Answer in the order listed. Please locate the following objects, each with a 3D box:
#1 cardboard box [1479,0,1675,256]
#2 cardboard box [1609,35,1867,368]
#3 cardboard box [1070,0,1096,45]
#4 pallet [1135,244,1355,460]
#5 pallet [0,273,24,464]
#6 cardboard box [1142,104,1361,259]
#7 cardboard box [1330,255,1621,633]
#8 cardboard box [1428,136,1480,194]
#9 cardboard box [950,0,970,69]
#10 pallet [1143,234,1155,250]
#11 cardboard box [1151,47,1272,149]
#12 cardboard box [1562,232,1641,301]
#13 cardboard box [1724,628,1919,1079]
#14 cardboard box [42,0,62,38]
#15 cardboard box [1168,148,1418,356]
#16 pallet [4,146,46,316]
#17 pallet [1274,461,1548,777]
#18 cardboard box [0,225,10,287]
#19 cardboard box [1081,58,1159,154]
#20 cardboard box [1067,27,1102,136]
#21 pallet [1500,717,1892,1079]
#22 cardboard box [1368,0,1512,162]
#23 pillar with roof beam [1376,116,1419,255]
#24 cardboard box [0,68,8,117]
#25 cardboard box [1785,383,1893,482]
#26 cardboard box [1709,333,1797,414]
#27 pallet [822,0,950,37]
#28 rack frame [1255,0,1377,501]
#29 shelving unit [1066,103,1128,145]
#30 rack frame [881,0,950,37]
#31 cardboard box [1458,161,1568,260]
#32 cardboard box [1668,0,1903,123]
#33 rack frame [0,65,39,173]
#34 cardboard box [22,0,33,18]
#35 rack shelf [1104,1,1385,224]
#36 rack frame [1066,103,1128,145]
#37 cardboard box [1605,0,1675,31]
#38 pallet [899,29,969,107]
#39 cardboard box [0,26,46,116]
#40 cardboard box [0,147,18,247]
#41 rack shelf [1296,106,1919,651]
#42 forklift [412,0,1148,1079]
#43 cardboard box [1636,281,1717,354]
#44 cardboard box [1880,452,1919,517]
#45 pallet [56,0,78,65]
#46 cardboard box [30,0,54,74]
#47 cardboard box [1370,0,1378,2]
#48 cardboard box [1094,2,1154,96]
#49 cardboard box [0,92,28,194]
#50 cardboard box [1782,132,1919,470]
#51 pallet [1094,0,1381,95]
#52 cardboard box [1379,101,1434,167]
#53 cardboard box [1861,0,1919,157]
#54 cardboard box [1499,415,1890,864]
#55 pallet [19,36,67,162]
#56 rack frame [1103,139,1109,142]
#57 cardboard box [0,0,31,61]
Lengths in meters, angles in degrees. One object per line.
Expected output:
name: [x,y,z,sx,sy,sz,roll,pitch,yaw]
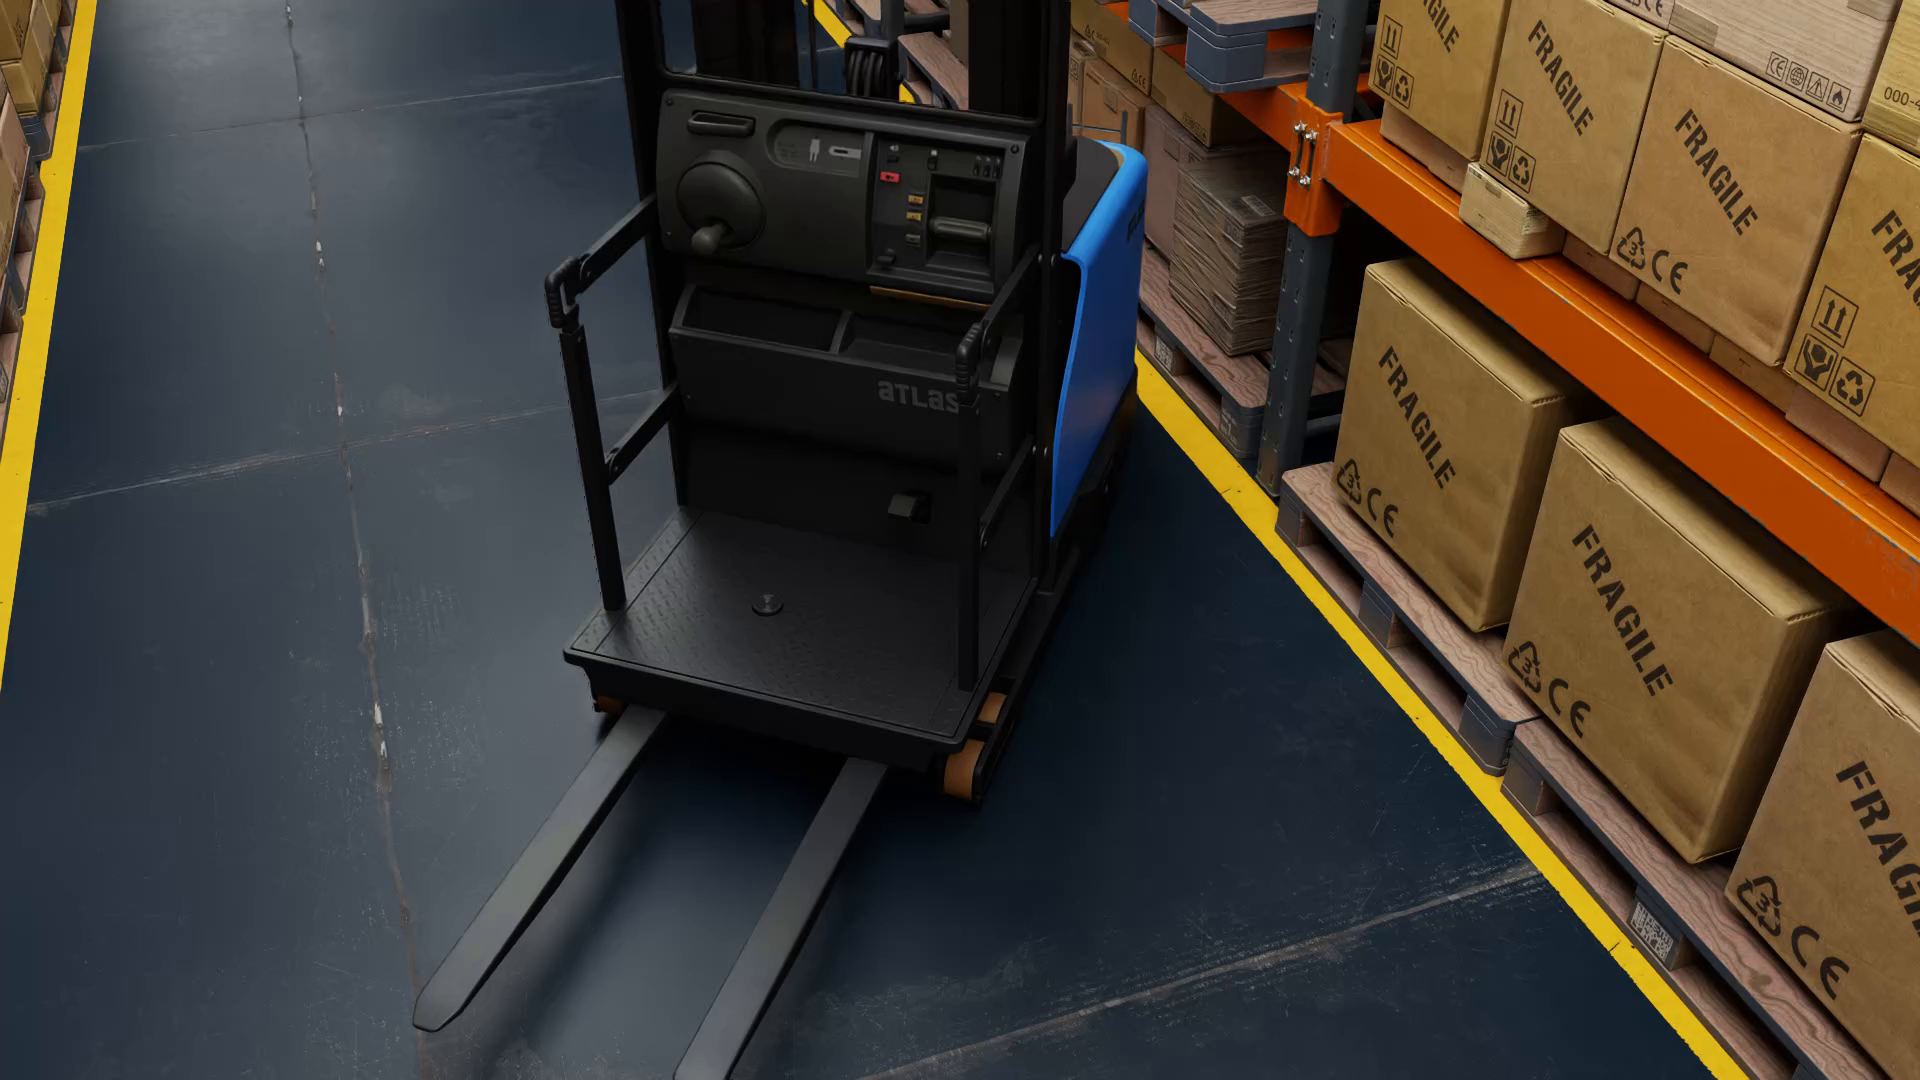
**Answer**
cardboard box: [1.566,-1.007,3.747,0.500,0.500,0.500,-11,38,-14]
cardboard box: [1.736,-0.727,3.375,0.500,0.500,0.500,-13,39,-16]
cardboard box: [0.698,-2.248,6.831,0.500,0.250,0.500,-14,39,-17]
pallet: [1.201,-0.794,6.128,1.003,0.211,1.213,-12,39,-16]
pallet: [-3.845,-0.485,5.719,1.003,0.211,1.213,-12,39,-16]
cardboard box: [1.103,-1.354,6.266,0.700,0.500,0.500,-13,39,-16]
cardboard box: [1.598,-0.332,4.635,0.750,0.750,0.750,-13,39,-17]
cardboard box: [1.442,-0.995,4.270,0.380,0.149,0.250,-12,39,-15]
cardboard box: [0.360,-2.490,7.775,0.700,0.500,0.500,-11,38,-14]
pallet: [0.784,-1.482,7.042,1.003,0.211,1.213,-12,39,-16]
cardboard box: [1.034,-1.673,6.067,0.500,0.250,0.500,-12,39,-15]
cardboard box: [1.657,-0.711,3.893,0.380,0.149,0.250,-13,39,-16]
cardboard box: [2.190,0.643,3.341,0.750,0.750,0.750,-11,38,-15]
cardboard box: [-4.768,-2.659,8.223,0.500,0.250,0.500,-12,39,-16]
cardboard box: [1.171,-1.039,5.848,0.700,0.500,0.500,-12,39,-15]
pallet: [-4.268,-1.176,6.635,1.003,0.211,1.213,-12,39,-16]
pallet: [1.669,0.109,4.930,1.003,0.211,1.213,-12,39,-16]
cardboard box: [-3.795,-1.018,6.044,0.500,0.250,0.500,-12,39,-15]
cardboard box: [0.906,-1.629,6.631,0.700,0.500,0.500,-13,39,-16]
cardboard box: [0.723,-1.912,7.007,0.700,0.500,0.500,-12,39,-15]
pallet: [2.085,0.797,4.016,1.003,0.211,1.213,-12,39,-16]
cardboard box: [1.395,-1.305,4.142,0.500,0.500,0.500,-11,38,-15]
pillar with roof beam: [-2.209,-3.884,2.927,9.100,9.000,0.400,-12,39,-16]
cardboard box: [-4.150,-1.822,6.645,0.500,0.311,0.500,-12,39,-16]
cardboard box: [1.902,-0.275,3.314,0.380,0.149,0.250,-12,39,-16]
cardboard box: [1.833,-0.418,3.504,0.380,0.149,0.250,-12,39,-15]
pallet: [-0.173,-2.984,9.035,1.003,0.211,1.213,-12,39,-16]
rack frame: [1.468,-1.466,4.703,1.000,3.000,0.127,-12,39,-16]
shelving unit: [0.404,-0.906,5.580,0.215,1.050,0.252,11,38,15]
rack frame: [0.092,-3.725,7.703,1.000,3.000,0.127,-12,39,-16]
cardboard box: [1.454,-0.828,4.048,0.380,0.149,0.250,-11,38,-15]
cardboard box: [1.744,-1.037,3.163,0.500,0.250,0.500,-12,39,-16]
rack frame: [-4.558,-2.698,6.338,1.000,3.000,0.127,-12,39,-16]
cardboard box: [-4.603,-2.674,7.620,0.500,0.500,0.500,-12,39,-16]
rack shelf: [0.780,-2.308,6.419,1.077,0.370,4.000,-12,39,-16]
rack frame: [0.443,-0.975,5.672,0.200,1.050,0.008,11,38,15]
cardboard box: [1.568,-1.319,3.537,0.500,0.250,0.500,-13,39,-17]
pallet: [0.361,-2.172,7.958,1.003,0.211,1.213,-12,39,-16]
cardboard box: [-4.433,-2.092,7.470,0.500,0.250,0.500,-12,39,-16]
cardboard box: [-3.971,-1.307,6.428,0.500,0.250,0.500,-13,39,-17]
rack shelf: [2.156,-0.048,3.419,1.077,0.370,4.000,-12,39,-16]
forklift: [-0.364,-0.767,3.832,1.130,2.935,3.031,11,38,15]
cardboard box: [1.754,-0.566,3.701,0.380,0.149,0.250,-12,39,-15]
cardboard box: [1.986,-0.125,3.115,0.380,0.149,0.250,-11,38,-15]
pallet: [-5.216,-2.732,8.701,1.003,0.211,1.213,-12,39,-16]
cardboard box: [-4.600,-2.375,7.847,0.500,0.250,0.500,-12,39,-16]
cardboard box: [1.297,-1.945,4.890,0.700,0.500,0.500,-17,40,-21]
cardboard box: [0.852,-1.963,6.451,0.500,0.250,0.500,-13,39,-16]
cardboard box: [-4.143,-1.593,6.808,0.500,0.250,0.500,-13,39,-16]
cardboard box: [1.923,-0.434,2.986,0.500,0.500,0.500,-11,38,-15]
pallet: [1.123,-1.770,5.266,1.213,0.211,1.003,-12,39,-16]
cardboard box: [1.364,-1.139,4.462,0.380,0.149,0.250,-13,39,-17]
cardboard box: [1.925,-0.750,2.782,0.500,0.250,0.500,-13,39,-17]
cardboard box: [1.893,0.164,3.977,0.750,0.750,0.750,-13,39,-16]
pallet: [-4.793,-2.042,7.785,1.003,0.211,1.213,-12,39,-16]
rack frame: [0.365,-0.836,5.487,0.200,1.050,0.008,11,38,15]
cardboard box: [-4.424,-2.393,7.247,0.500,0.500,0.500,-12,39,-16]
